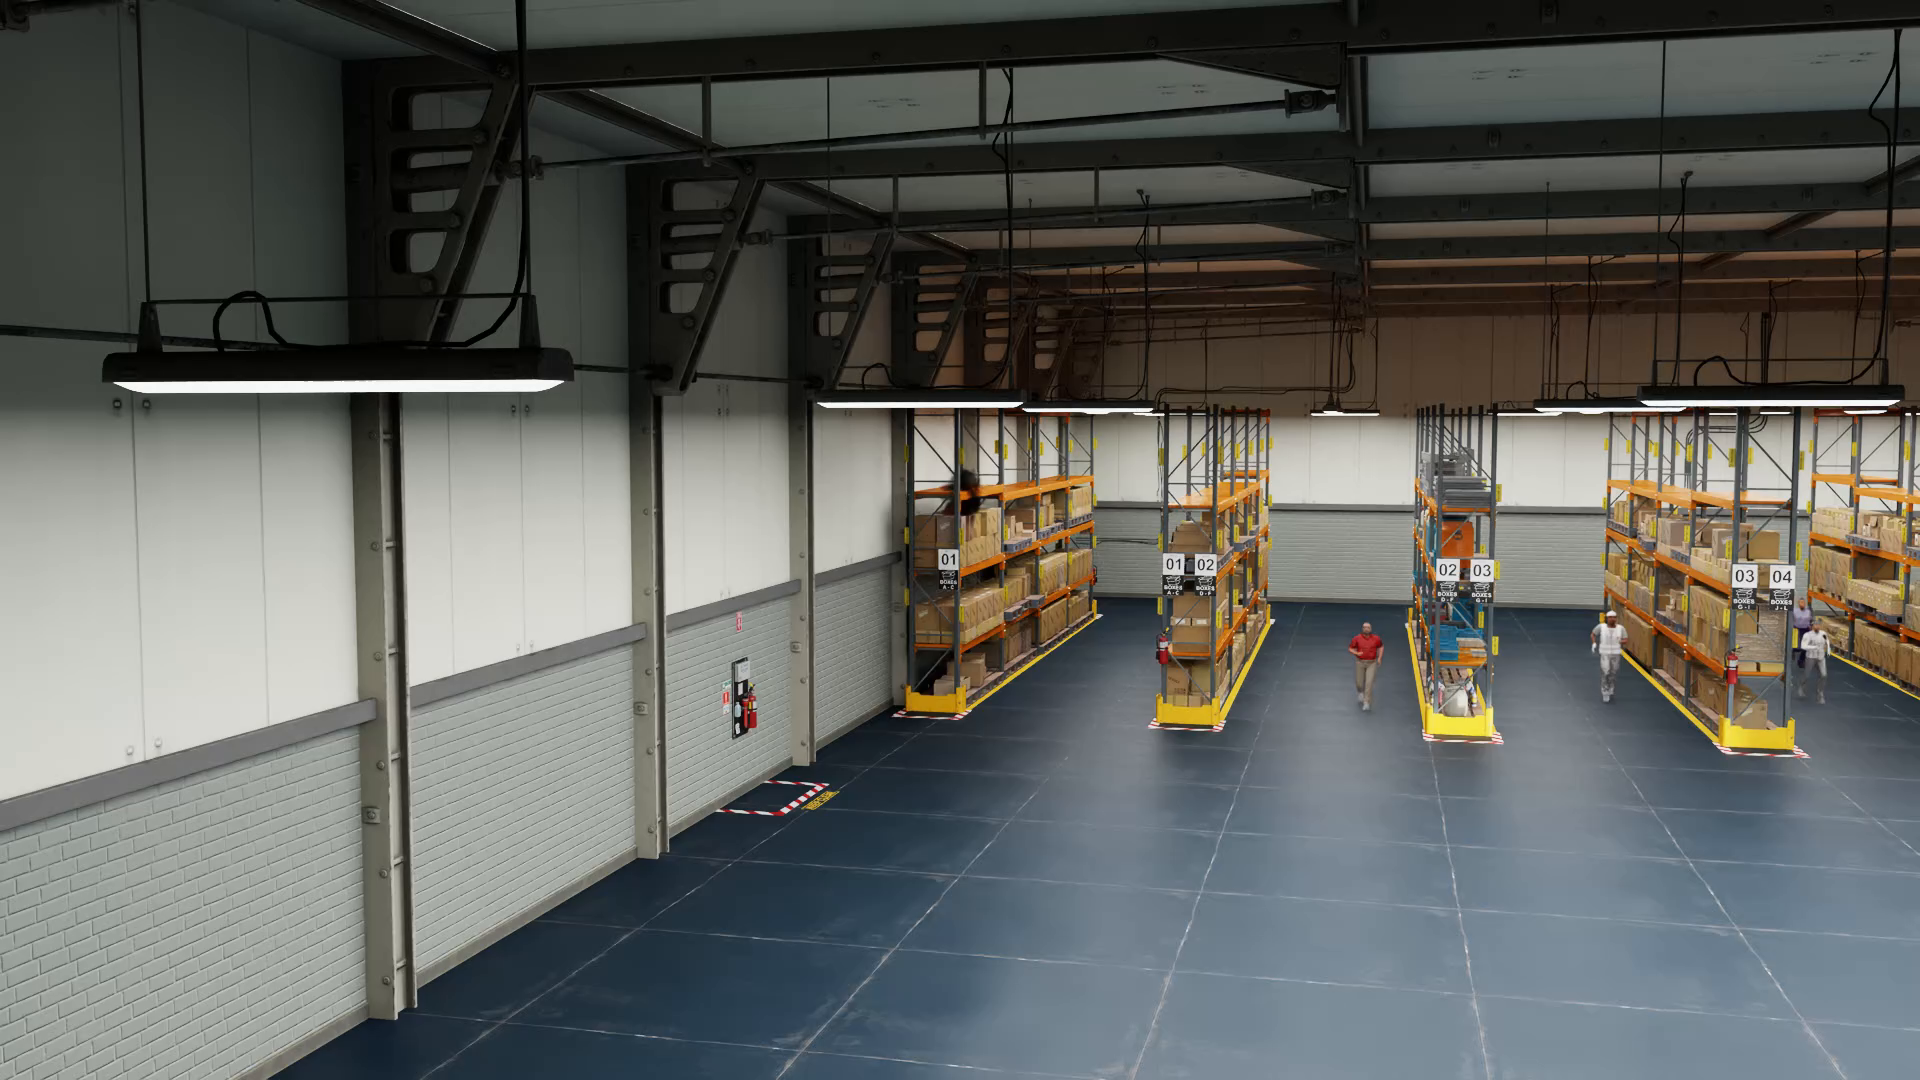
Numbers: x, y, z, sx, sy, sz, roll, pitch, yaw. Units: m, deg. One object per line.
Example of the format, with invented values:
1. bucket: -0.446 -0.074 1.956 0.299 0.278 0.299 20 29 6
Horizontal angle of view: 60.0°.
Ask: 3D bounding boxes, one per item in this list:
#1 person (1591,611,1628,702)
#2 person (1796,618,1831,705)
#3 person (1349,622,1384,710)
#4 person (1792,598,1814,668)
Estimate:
1. person: 13.253 2.359 33.916 0.670 1.845 0.804 1 4 9
2. person: 17.328 2.428 33.720 0.625 1.748 0.880 0 4 7
3. person: 8.035 2.471 32.905 0.676 1.698 0.817 1 4 13
4. person: 19.416 2.142 38.396 0.616 1.606 0.550 1 4 9
